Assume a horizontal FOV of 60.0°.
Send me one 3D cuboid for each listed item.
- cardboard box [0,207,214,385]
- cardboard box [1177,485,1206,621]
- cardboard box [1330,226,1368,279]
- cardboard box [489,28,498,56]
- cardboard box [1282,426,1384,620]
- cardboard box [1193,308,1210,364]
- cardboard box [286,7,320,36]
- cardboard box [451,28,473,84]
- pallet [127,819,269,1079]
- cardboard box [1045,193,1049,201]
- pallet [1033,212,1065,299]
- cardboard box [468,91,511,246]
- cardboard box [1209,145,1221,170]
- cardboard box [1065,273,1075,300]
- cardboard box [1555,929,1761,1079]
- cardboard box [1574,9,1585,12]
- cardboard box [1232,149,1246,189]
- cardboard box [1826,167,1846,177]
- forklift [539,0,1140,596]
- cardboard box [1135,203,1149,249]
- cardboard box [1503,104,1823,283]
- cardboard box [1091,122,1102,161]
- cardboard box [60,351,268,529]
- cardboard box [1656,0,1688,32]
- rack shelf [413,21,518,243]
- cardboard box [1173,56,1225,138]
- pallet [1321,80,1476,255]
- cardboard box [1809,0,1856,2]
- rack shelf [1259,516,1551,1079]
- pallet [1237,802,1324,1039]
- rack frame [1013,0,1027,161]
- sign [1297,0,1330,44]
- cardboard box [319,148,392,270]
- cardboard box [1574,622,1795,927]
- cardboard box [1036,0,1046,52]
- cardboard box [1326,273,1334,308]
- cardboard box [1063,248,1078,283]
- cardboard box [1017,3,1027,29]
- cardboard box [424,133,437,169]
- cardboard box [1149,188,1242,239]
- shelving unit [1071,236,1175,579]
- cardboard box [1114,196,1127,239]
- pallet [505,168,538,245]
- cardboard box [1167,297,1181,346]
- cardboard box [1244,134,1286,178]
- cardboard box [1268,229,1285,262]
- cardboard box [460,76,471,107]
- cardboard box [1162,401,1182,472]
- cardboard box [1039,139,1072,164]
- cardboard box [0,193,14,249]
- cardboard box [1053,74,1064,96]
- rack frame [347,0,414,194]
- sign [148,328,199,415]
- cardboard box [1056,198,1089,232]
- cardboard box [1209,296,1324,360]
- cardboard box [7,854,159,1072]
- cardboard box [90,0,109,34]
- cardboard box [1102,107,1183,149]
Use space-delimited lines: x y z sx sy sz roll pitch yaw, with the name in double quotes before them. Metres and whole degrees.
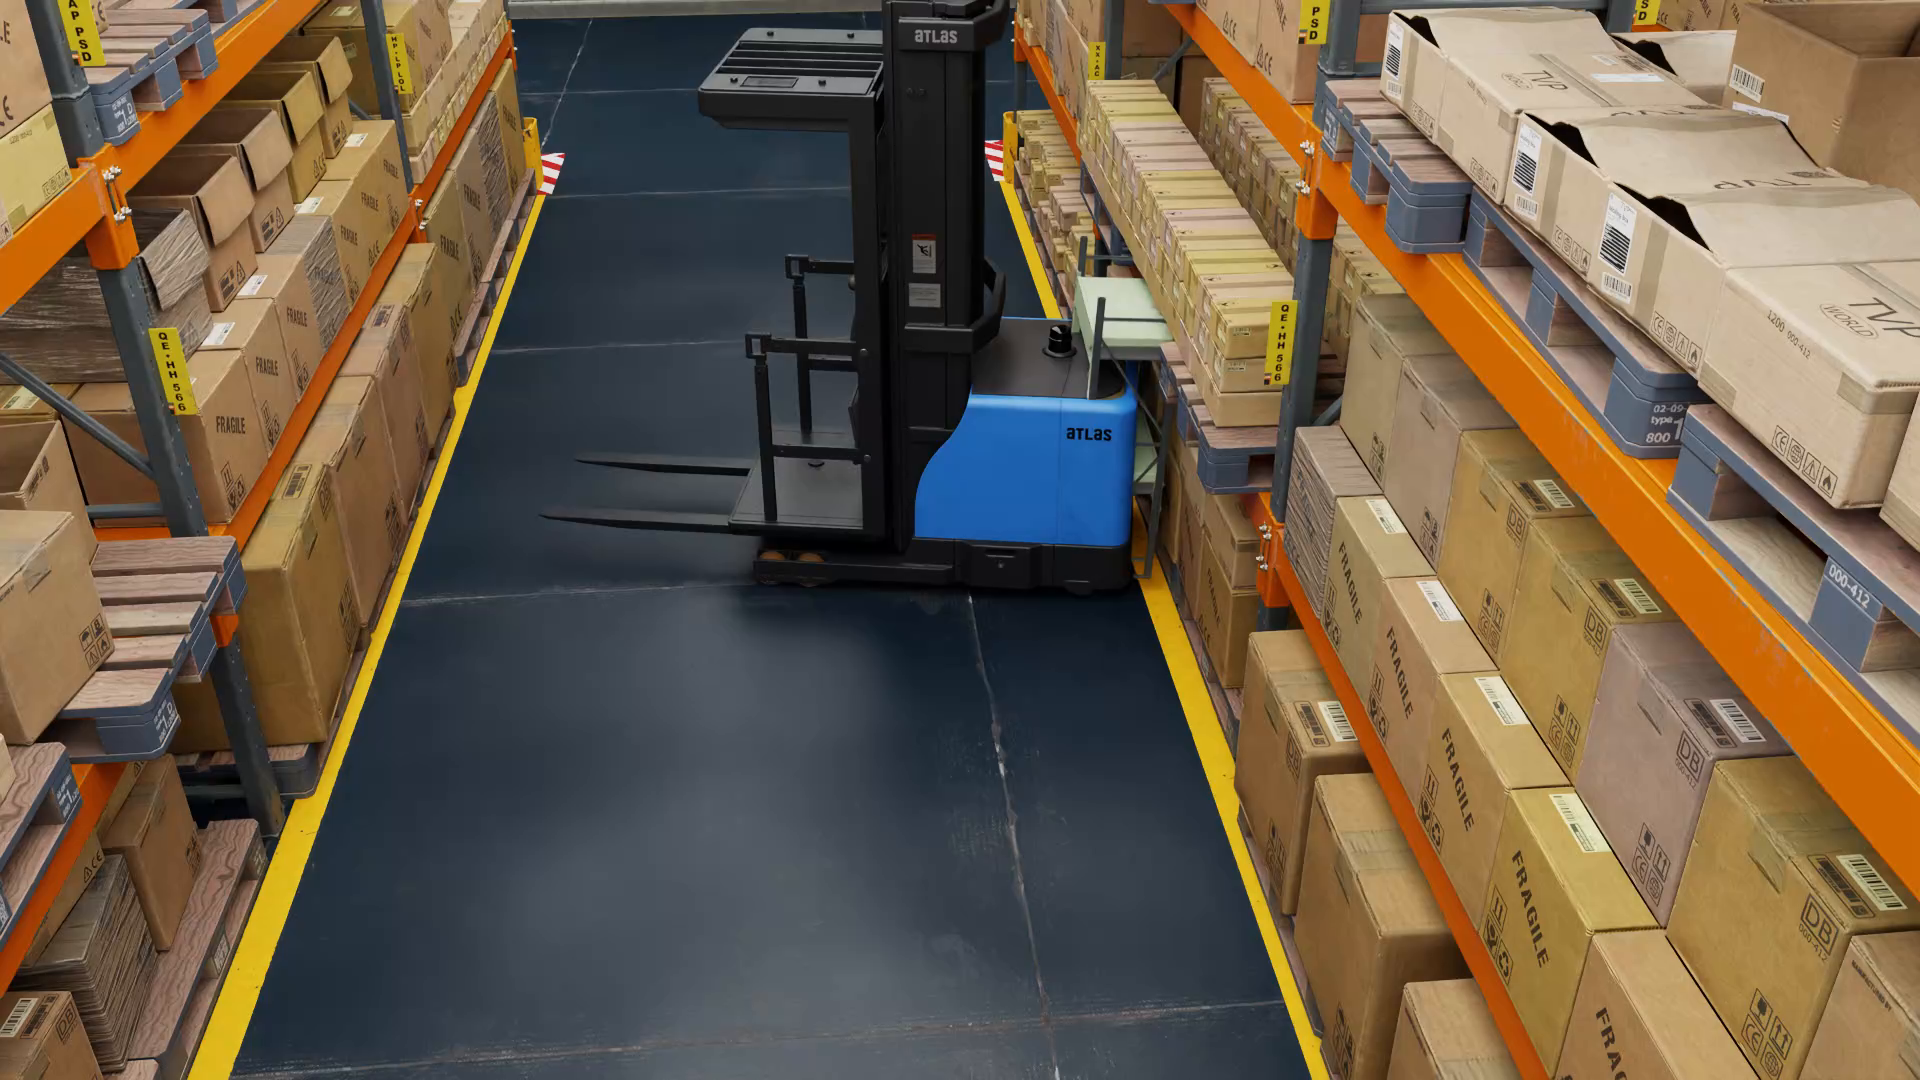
"cardboard box" -3.310 -0.934 6.312 0.797 0.503 0.637 -2 31 -3
"cardboard box" 1.323 0.032 7.799 0.500 0.500 0.500 -2 31 -3
"cardboard box" 1.769 -1.243 7.161 0.380 0.149 0.250 -4 31 -7
"cardboard box" -3.596 -3.635 12.155 0.380 0.149 0.250 -3 31 -4
"cardboard box" 1.463 -0.073 5.849 0.500 0.500 0.500 -2 31 -4
"cardboard box" 1.163 -0.839 6.774 0.380 0.149 0.250 -2 31 -3
"cardboard box" -3.941 -2.735 9.529 0.500 0.500 0.500 -2 31 -3
"cardboard box" -3.549 -3.214 11.062 0.500 0.250 0.500 -3 31 -4
"pallet" -3.187 1.510 6.016 1.003 0.211 1.213 -3 31 -5
"cardboard box" 0.842 -2.512 12.401 0.380 0.149 0.250 -3 31 -4
"pallet" 1.101 -2.082 12.031 1.003 0.211 1.213 -3 31 -5
"cardboard box" -3.781 -2.651 11.925 0.875 0.875 0.875 -3 31 -5
"cardboard box" 1.575 -2.061 9.110 0.380 0.149 0.250 -3 31 -4
"cardboard box" 0.910 -1.723 11.080 0.380 0.149 0.250 -4 31 -6
"cardboard box" 1.701 1.216 3.692 0.500 0.500 0.500 -3 31 -5
"cardboard box" 1.901 -1.907 5.995 0.500 0.500 0.500 -3 31 -5
"cardboard box" 1.626 -1.920 8.585 0.380 0.149 0.250 -4 31 -6
"cardboard box" 2.099 -0.648 3.609 0.396 0.266 0.258 -3 31 -5
"forklift" -0.622 -1.290 8.051 3.031 2.935 1.130 3 31 5
"cardboard box" 1.043 -1.493 7.869 0.380 0.149 0.250 -3 31 -6
"cardboard box" 1.633 -0.847 3.897 0.500 0.311 0.500 -3 31 -5
"cardboard box" 0.921 -2.159 8.985 0.380 0.149 0.250 -3 31 -6
"cardboard box" -3.033 -0.390 6.380 0.500 0.500 0.500 -2 31 -3
"cardboard box" 5.695 -4.172 12.712 0.500 0.500 0.500 -3 31 -5
"rack shelf" -3.819 -2.840 11.282 1.077 0.370 4.000 -3 31 -5
"cardboard box" 1.520 -2.750 10.041 0.500 0.500 0.500 -3 31 -5
"pallet" 1.803 -1.152 5.013 1.213 0.211 1.003 -1 31 -2
"cardboard box" 5.876 -3.562 10.716 0.500 0.500 0.500 -3 31 -5
"rack shelf" 1.876 1.058 4.755 1.077 0.370 4.000 -3 31 -5
"pallet" 1.688 1.331 6.315 1.003 0.211 1.213 -3 31 -5
"rack frame" 0.942 -4.356 13.118 1.000 3.000 0.127 -3 31 -5
"sign" 1.149 -1.757 5.337 0.100 0.325 0.005 -3 31 -5
"cardboard box" -3.277 -1.692 8.561 0.500 0.500 0.500 -2 31 -3
"cardboard box" 1.914 0.524 3.874 0.700 0.500 0.500 -3 31 -4
"cardboard box" 0.818 -3.762 11.735 0.500 0.500 0.500 -2 31 -4
"cardboard box" 1.765 -1.132 7.265 0.380 0.149 0.250 -3 31 -4
"cardboard box" 0.890 -1.817 10.948 0.380 0.149 0.250 -4 31 -6
"cardboard box" 0.646 -4.067 12.879 0.380 0.149 0.250 -3 31 -5
"cardboard box" -3.353 -2.321 9.956 0.380 0.149 0.250 -4 31 -6
"cardboard box" 1.069 -1.488 7.572 0.380 0.149 0.250 -1 31 -2
"shelving unit" 0.770 -0.646 8.209 0.431 1.500 0.755 1 32 -4
"cardboard box" 0.992 -1.636 8.400 0.380 0.149 0.250 -4 31 -7
"pallet" -3.853 -2.569 12.845 1.003 0.211 1.213 -3 31 -5
"cardboard box" 1.120 -0.960 7.267 0.380 0.149 0.250 -3 31 -5
"cardboard box" 1.640 -1.918 8.290 0.380 0.149 0.250 -4 31 -6
"cardboard box" 1.700 -1.392 7.991 0.380 0.149 0.250 -4 31 -6
"cardboard box" -3.476 -2.983 11.064 0.380 0.149 0.250 -4 31 -6
"cardboard box" 1.275 -0.555 8.051 0.500 0.250 0.500 -2 31 -3
"cardboard box" 0.800 -2.892 12.457 0.380 0.149 0.250 -4 31 -7
"cardboard box" -2.910 -0.826 4.428 0.500 0.250 0.500 -3 31 -5
"cardboard box" 0.838 -3.136 11.319 0.380 0.149 0.250 -2 31 -4
"rack frame" -3.632 -2.128 9.388 1.000 3.000 0.127 -3 31 -5
"sign" -2.719 -0.580 5.744 0.100 0.325 0.005 -3 31 -5
"cardboard box" 0.866 -2.220 11.333 0.380 0.149 0.250 -4 31 -7
"cardboard box" 1.187 -0.828 6.466 0.380 0.149 0.250 -4 31 -7
"cardboard box" -3.111 1.422 5.453 0.700 0.500 0.500 -5 31 -9
"cardboard box" -3.387 -1.906 5.581 0.797 0.503 0.637 -1 31 -2
"cardboard box" 0.948 -2.146 8.673 0.380 0.149 0.250 -2 31 -4
